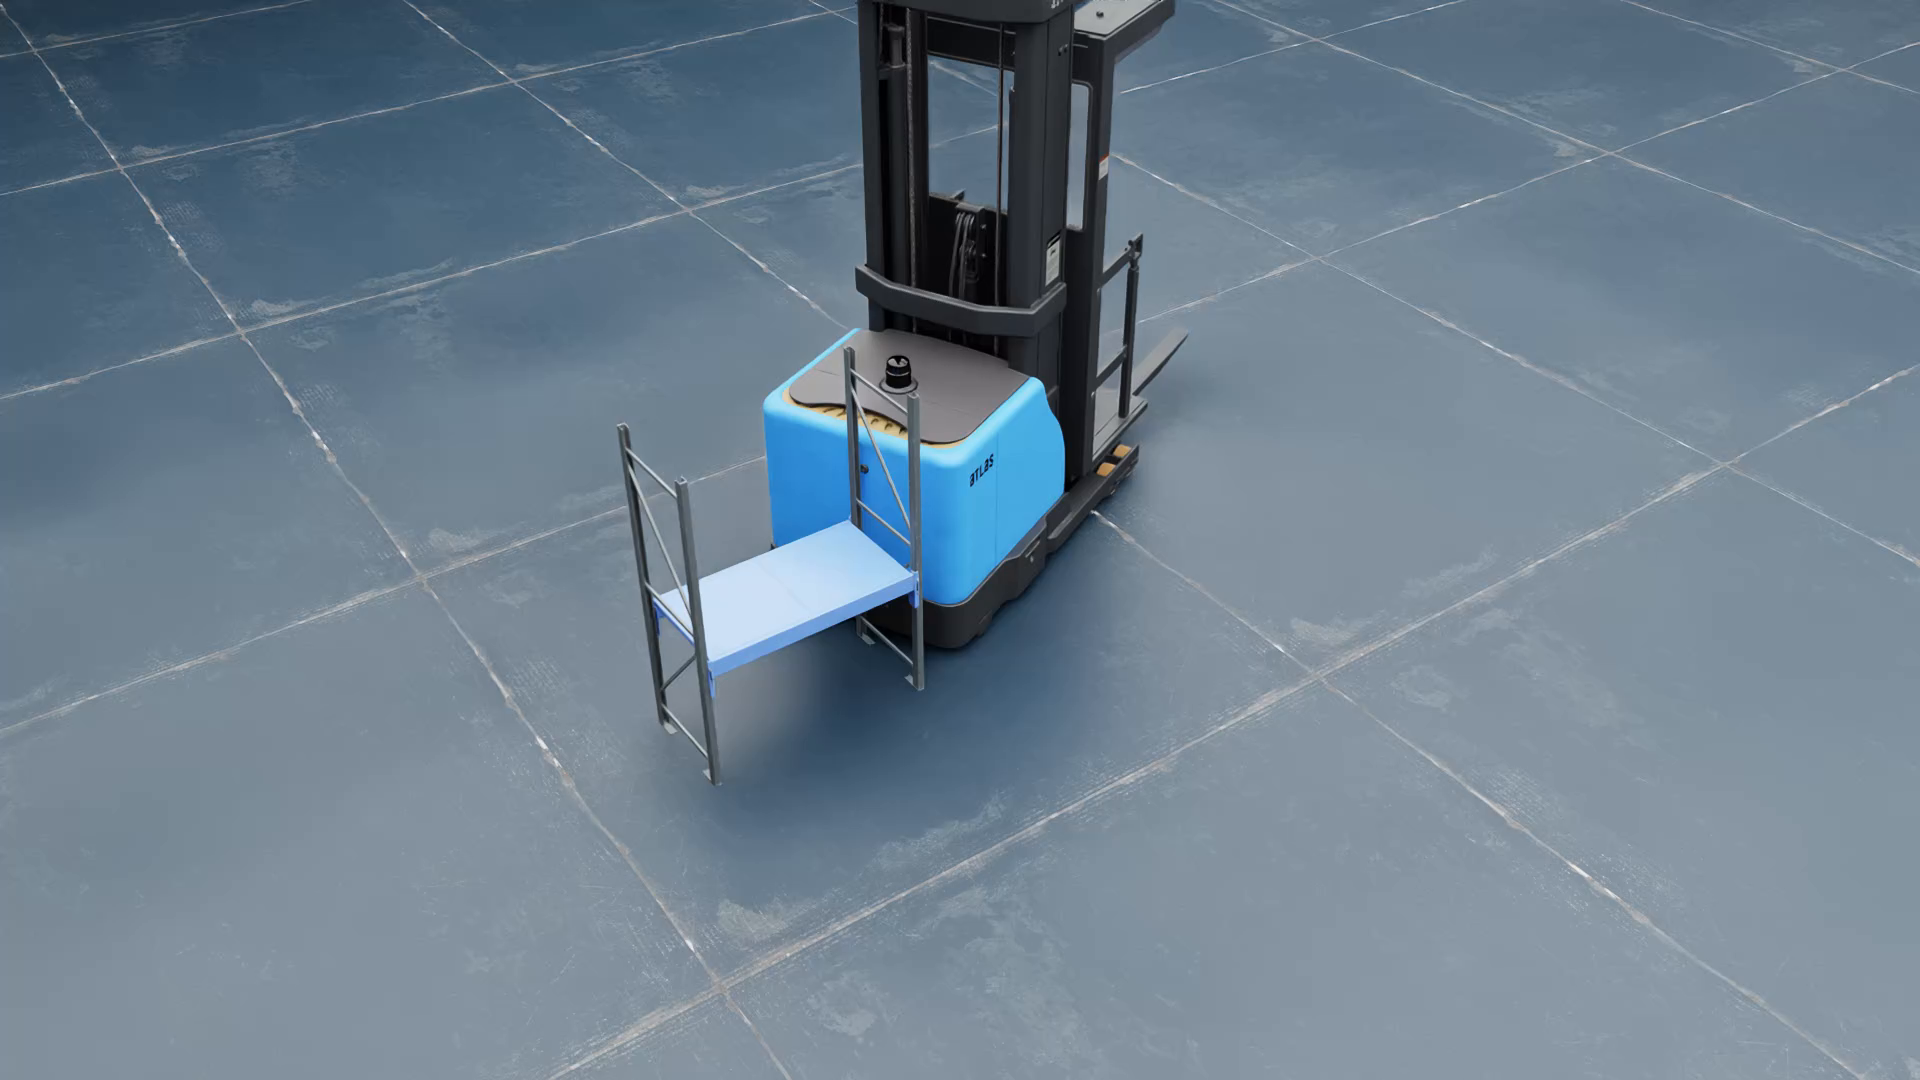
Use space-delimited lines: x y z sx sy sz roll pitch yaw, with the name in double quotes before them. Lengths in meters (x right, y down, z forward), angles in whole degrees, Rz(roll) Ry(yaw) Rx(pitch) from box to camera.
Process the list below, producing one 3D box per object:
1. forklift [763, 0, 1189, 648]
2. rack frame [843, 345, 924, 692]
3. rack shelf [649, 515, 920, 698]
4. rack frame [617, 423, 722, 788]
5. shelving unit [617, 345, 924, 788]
"forklift" 0.280 -1.543 7.884 1.130 2.935 3.031 18 40 24
"rack frame" -0.317 -0.063 7.053 0.032 1.500 0.500 -23 42 -29
"rack shelf" -0.727 0.258 6.915 1.000 0.185 0.538 -23 42 -29
"rack frame" -1.138 0.287 6.566 0.032 1.500 0.500 -23 42 -29
"shelving unit" -0.727 0.112 6.810 1.048 1.500 0.538 -23 42 -29
